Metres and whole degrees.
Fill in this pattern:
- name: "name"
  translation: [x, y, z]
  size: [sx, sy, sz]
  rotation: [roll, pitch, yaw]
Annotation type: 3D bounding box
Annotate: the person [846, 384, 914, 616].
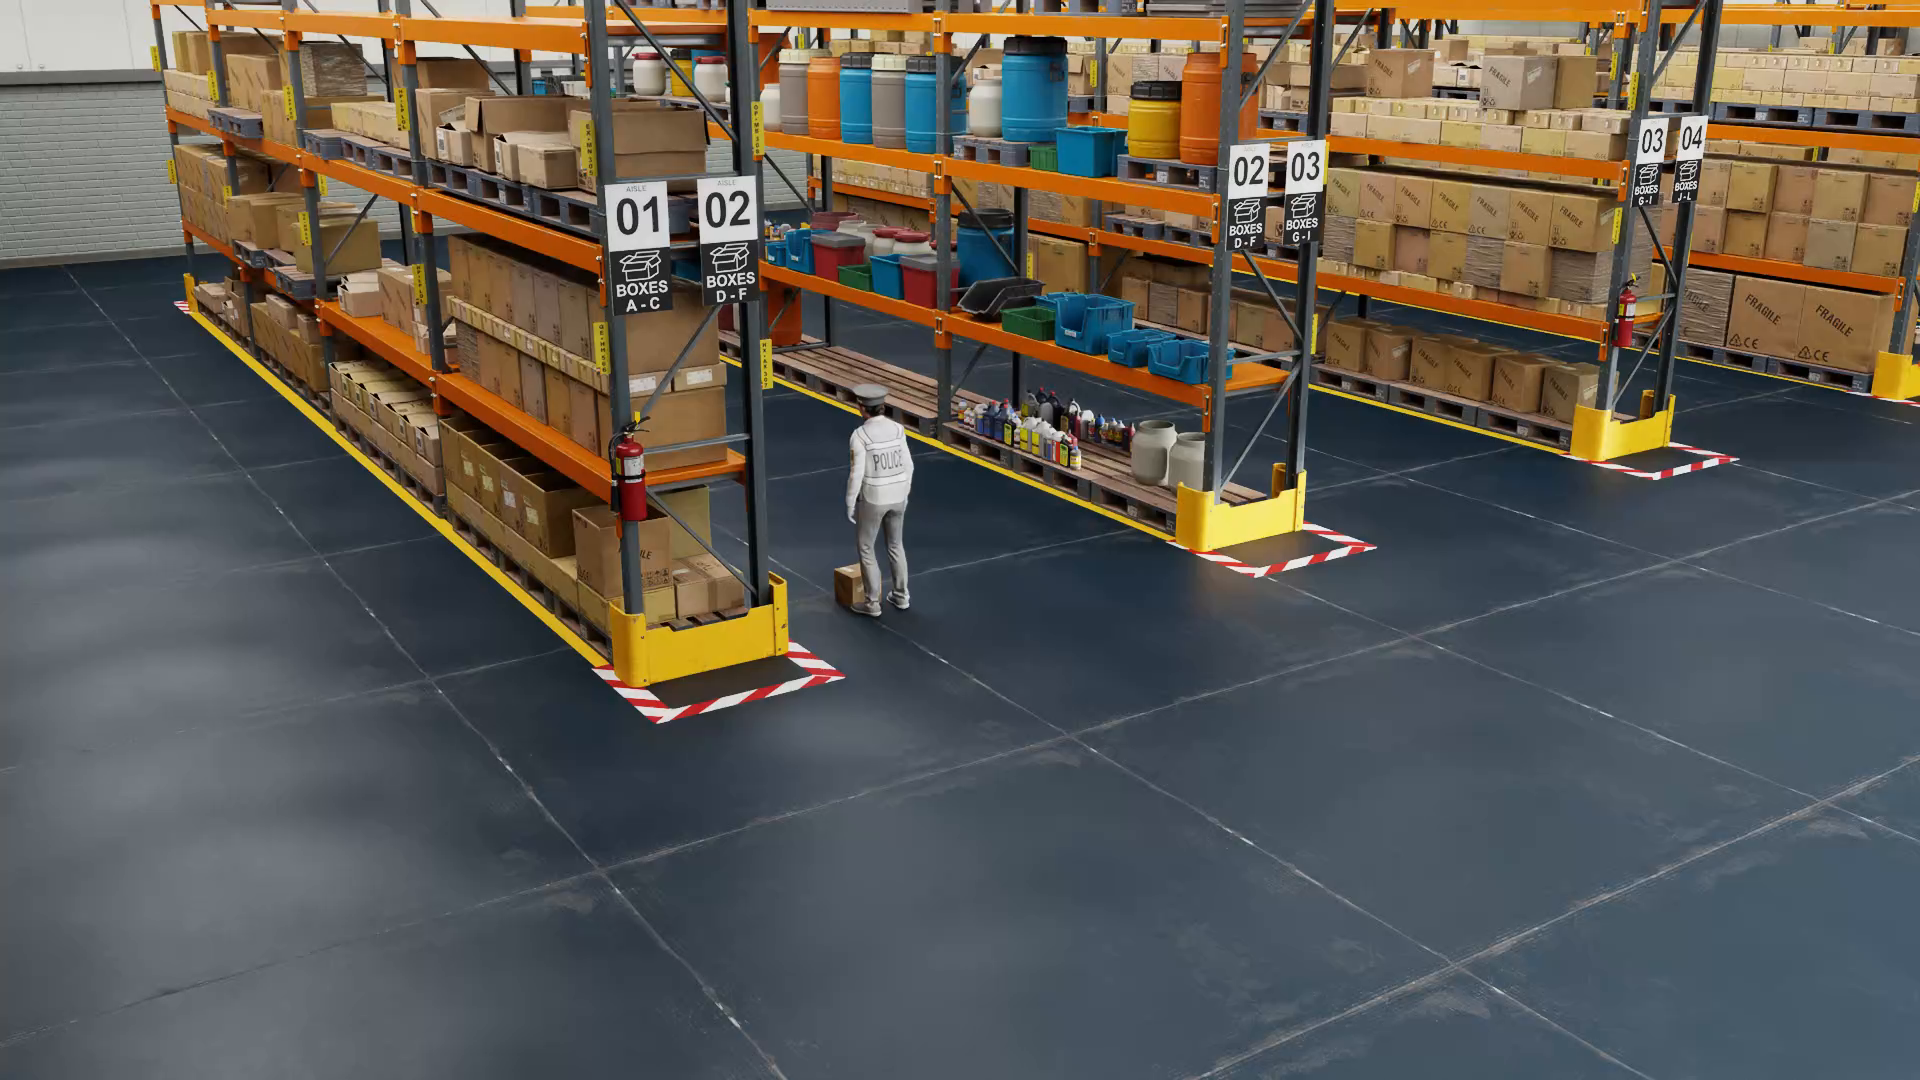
- name: "person"
  translation: [-0.580, -0.277, 11.894]
  size: [0.528, 1.662, 0.375]
  rotation: [-12, 22, -33]
